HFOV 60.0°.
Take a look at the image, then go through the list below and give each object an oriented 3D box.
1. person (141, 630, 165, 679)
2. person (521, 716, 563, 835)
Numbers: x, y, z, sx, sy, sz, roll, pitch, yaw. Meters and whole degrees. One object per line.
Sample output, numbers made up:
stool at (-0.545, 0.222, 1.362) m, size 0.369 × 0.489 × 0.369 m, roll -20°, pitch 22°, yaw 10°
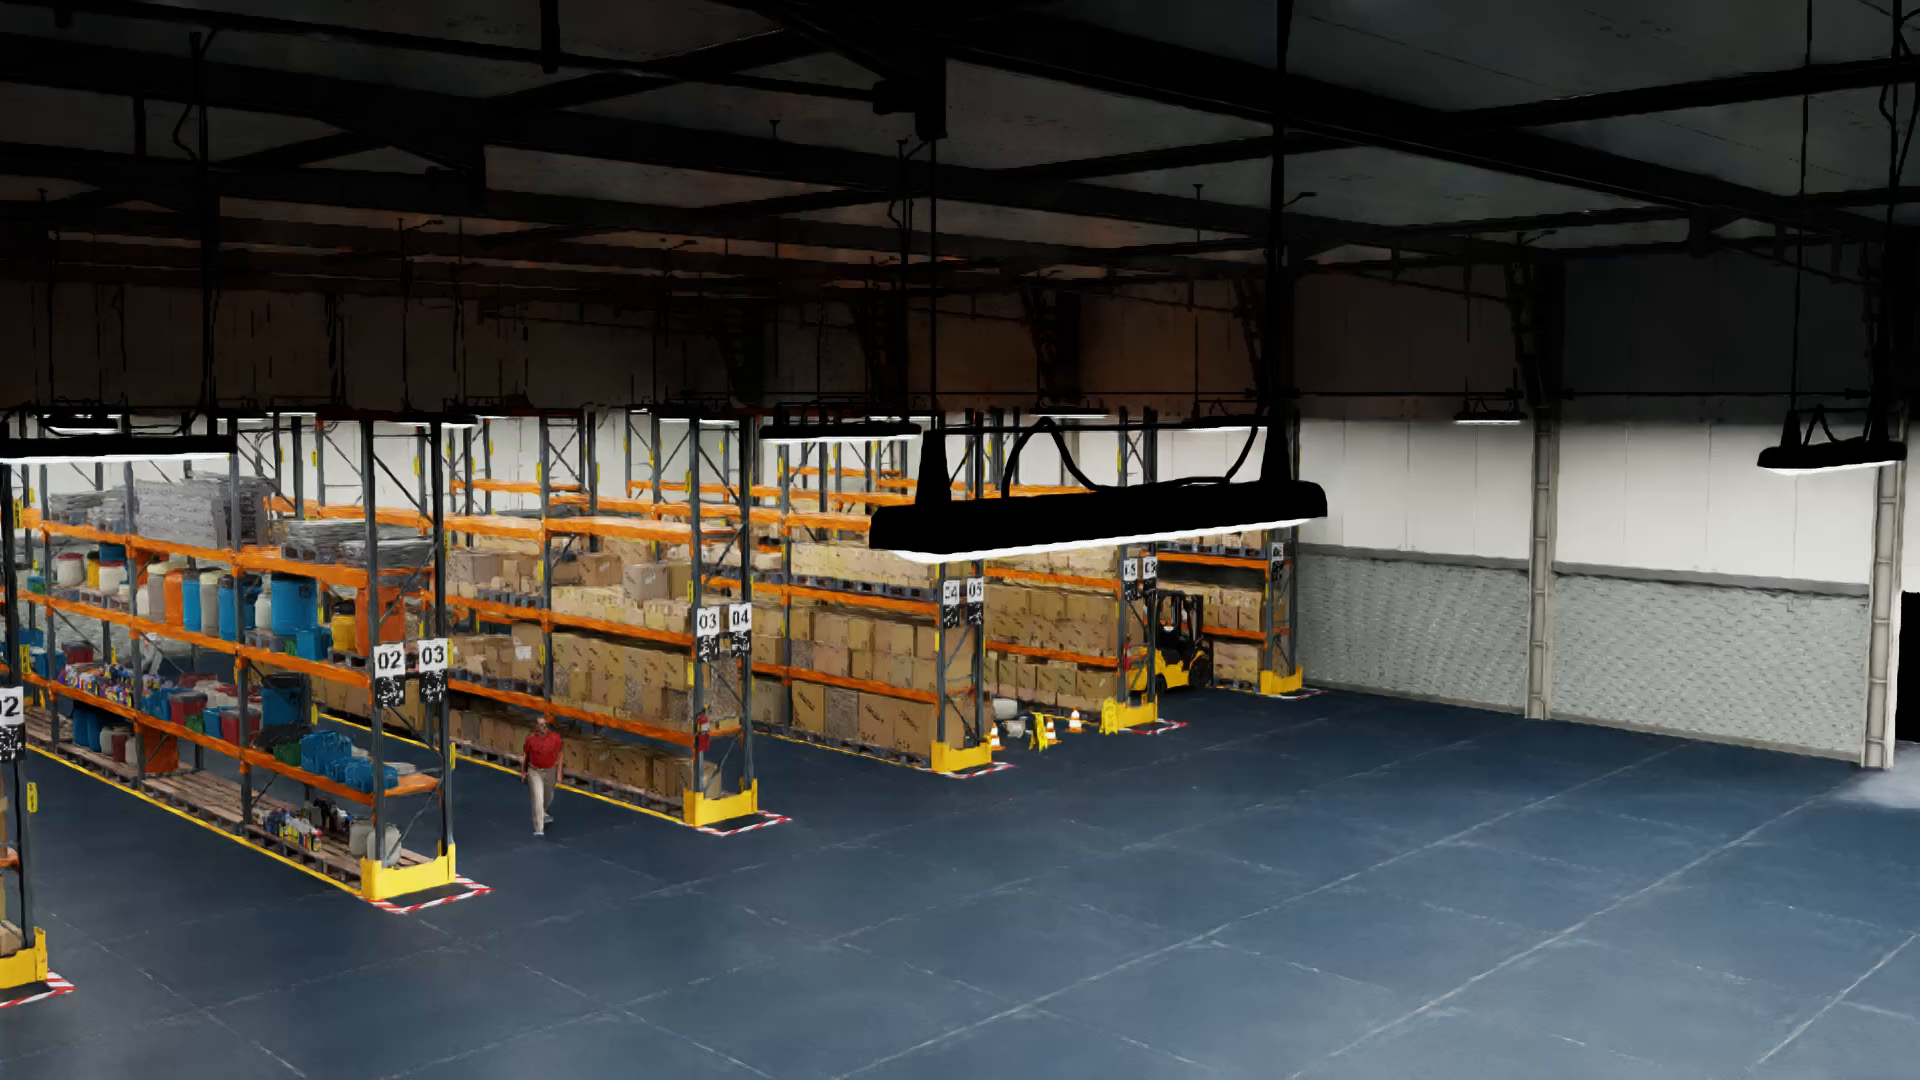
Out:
person at (-17.921, 2.211, 36.756) m, size 0.577 × 1.743 × 0.593 m, roll 1°, pitch 5°, yaw 8°
person at (-6.033, 3.358, 24.051) m, size 0.568 × 1.677 × 0.942 m, roll -3°, pitch 6°, yaw -29°
